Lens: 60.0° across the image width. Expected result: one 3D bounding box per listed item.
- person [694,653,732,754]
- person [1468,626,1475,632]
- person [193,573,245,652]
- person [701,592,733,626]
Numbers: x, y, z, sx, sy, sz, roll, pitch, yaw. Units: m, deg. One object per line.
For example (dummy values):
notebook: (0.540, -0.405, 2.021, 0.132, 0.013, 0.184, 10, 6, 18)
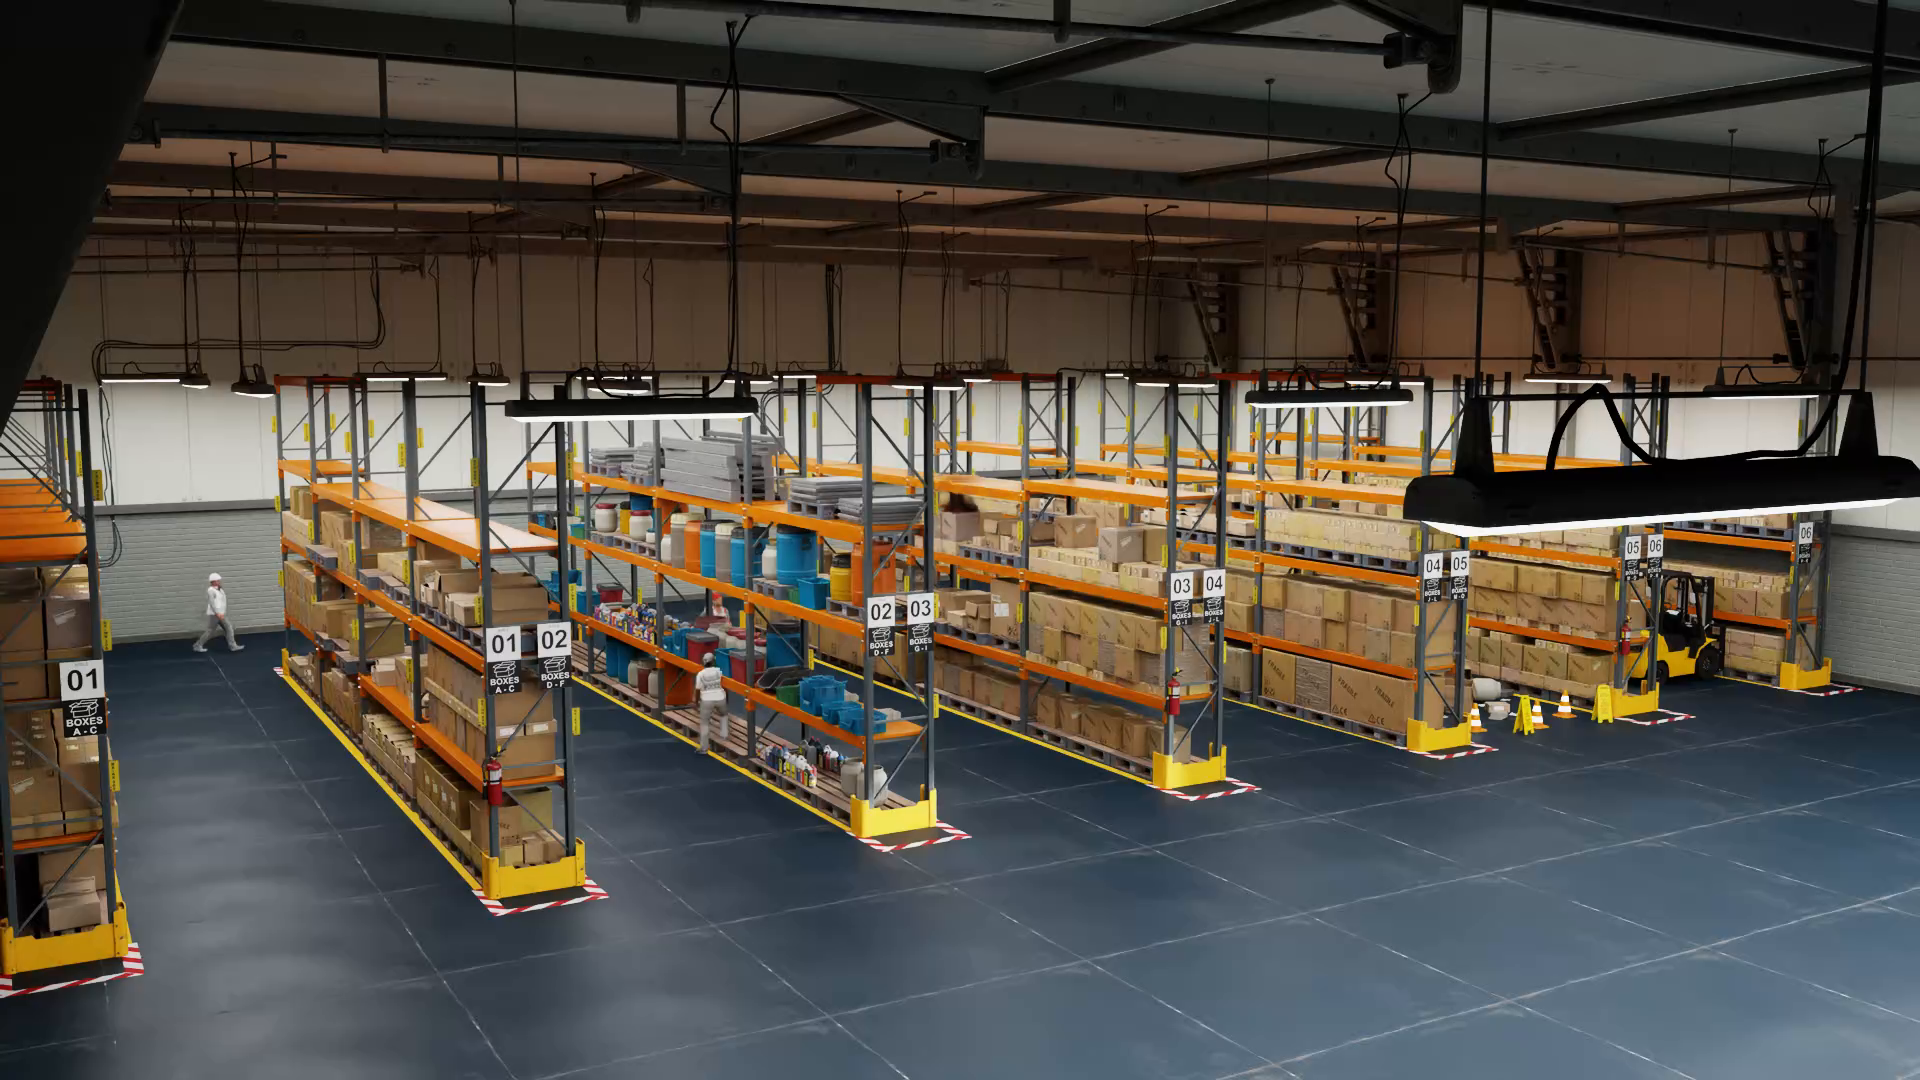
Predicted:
person: (-3.955, 2.598, 26.618, 0.623, 1.651, 0.450, -3, 7, -28)
person: (11.177, 1.524, 36.278, 0.453, 1.659, 0.470, 2, 7, 19)
person: (-15.949, 1.571, 35.721, 1.020, 1.732, 0.605, -2, 6, -14)
person: (-4.778, 1.930, 32.641, 0.691, 1.812, 0.877, -4, 7, -32)
